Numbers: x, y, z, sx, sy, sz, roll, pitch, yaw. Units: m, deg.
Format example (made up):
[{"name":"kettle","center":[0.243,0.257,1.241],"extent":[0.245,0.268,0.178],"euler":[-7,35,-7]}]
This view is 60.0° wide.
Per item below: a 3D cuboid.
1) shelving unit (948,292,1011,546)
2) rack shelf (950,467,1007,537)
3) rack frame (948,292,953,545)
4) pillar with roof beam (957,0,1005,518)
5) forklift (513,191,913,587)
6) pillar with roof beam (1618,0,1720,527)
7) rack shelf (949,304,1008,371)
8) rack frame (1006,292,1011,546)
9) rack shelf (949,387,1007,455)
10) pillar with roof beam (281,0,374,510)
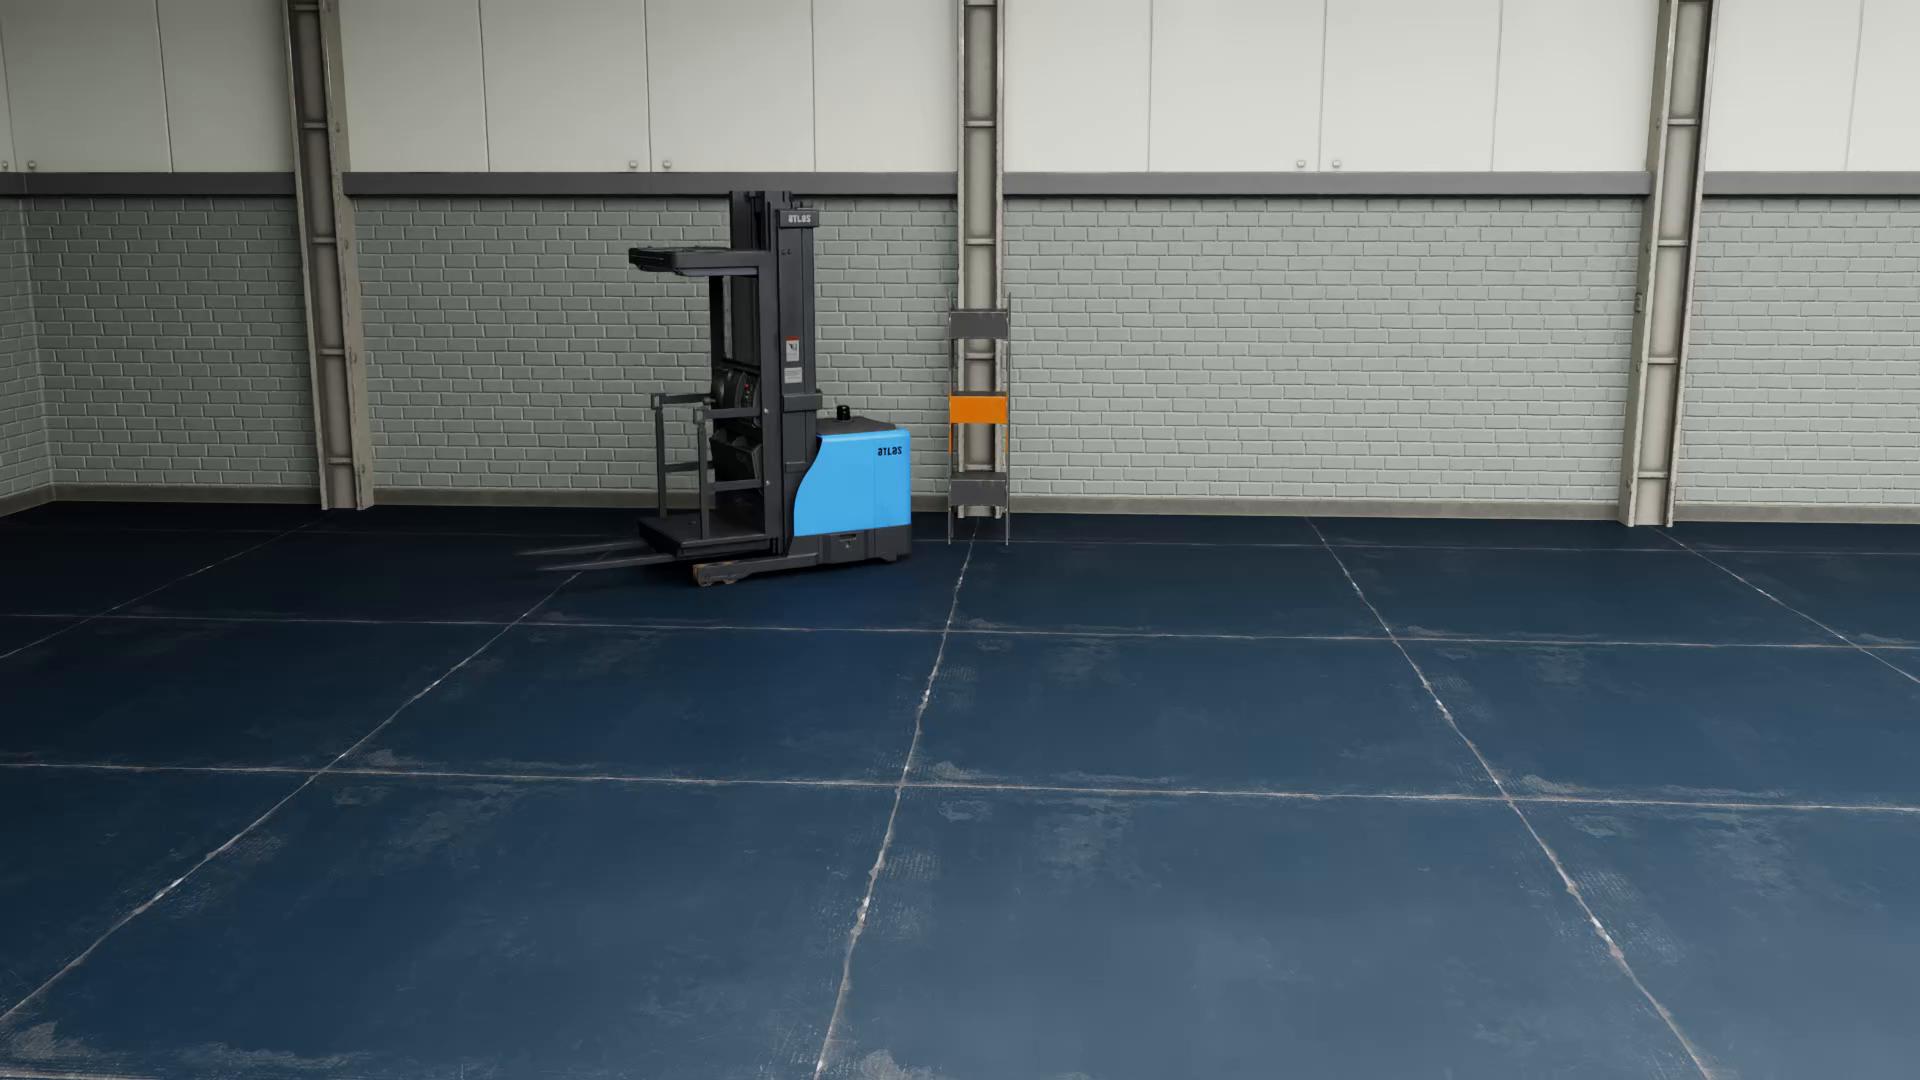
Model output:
[{"name":"shelving unit","center":[0.165,-1.025,14.042],"extent":[0.503,2.100,0.431],"euler":[1,12,4]},{"name":"rack shelf","center":[0.165,-0.327,14.188],"extent":[0.480,0.518,0.431],"euler":[1,12,4]},{"name":"rack frame","center":[-0.078,-1.029,14.058],"extent":[0.015,2.100,0.400],"euler":[1,12,4]},{"name":"pillar with roof beam","center":[-0.103,-3.759,10.259],"extent":[0.400,9.000,9.100],"euler":[1,12,4]},{"name":"forklift","center":[-1.926,-1.205,12.872],"extent":[3.031,2.935,1.130],"euler":[-6,13,-28]},{"name":"pillar with roof beam","center":[5.884,-3.677,9.867],"extent":[0.400,9.000,9.100],"euler":[1,12,4]},{"name":"rack shelf","center":[0.165,-1.697,13.902],"extent":[0.480,0.518,0.431],"euler":[1,12,4]},{"name":"rack frame","center":[0.409,-1.022,14.026],"extent":[0.015,2.100,0.400],"euler":[1,12,4]},{"name":"rack shelf","center":[0.165,-1.012,14.045],"extent":[0.480,0.518,0.431],"euler":[1,12,4]},{"name":"pillar with roof beam","center":[-6.089,-3.841,10.652],"extent":[0.400,9.000,9.100],"euler":[1,12,4]}]
